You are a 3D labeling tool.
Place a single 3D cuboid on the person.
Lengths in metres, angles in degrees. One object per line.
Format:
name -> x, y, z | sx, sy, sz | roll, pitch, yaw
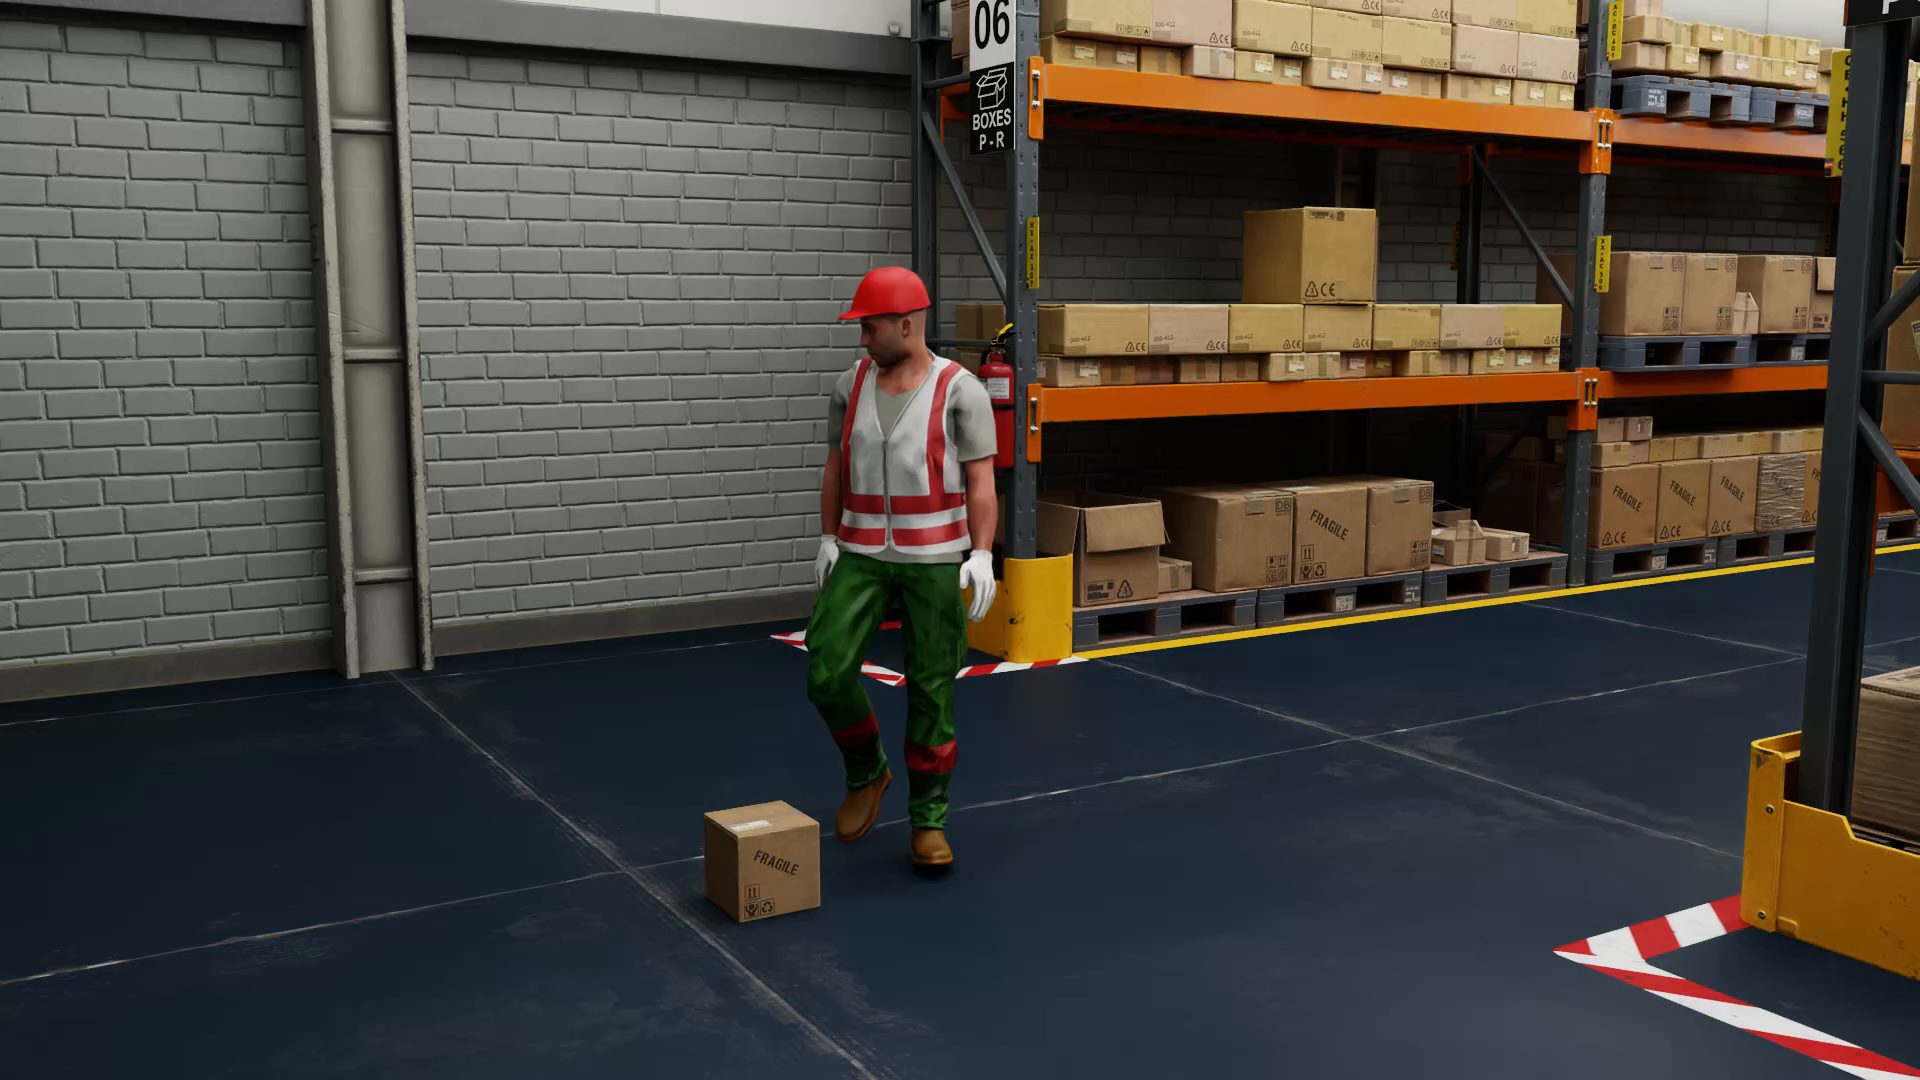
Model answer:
person -> -0.165, 0.077, 5.022 | 0.619, 1.783, 0.458 | 2, 8, 13
